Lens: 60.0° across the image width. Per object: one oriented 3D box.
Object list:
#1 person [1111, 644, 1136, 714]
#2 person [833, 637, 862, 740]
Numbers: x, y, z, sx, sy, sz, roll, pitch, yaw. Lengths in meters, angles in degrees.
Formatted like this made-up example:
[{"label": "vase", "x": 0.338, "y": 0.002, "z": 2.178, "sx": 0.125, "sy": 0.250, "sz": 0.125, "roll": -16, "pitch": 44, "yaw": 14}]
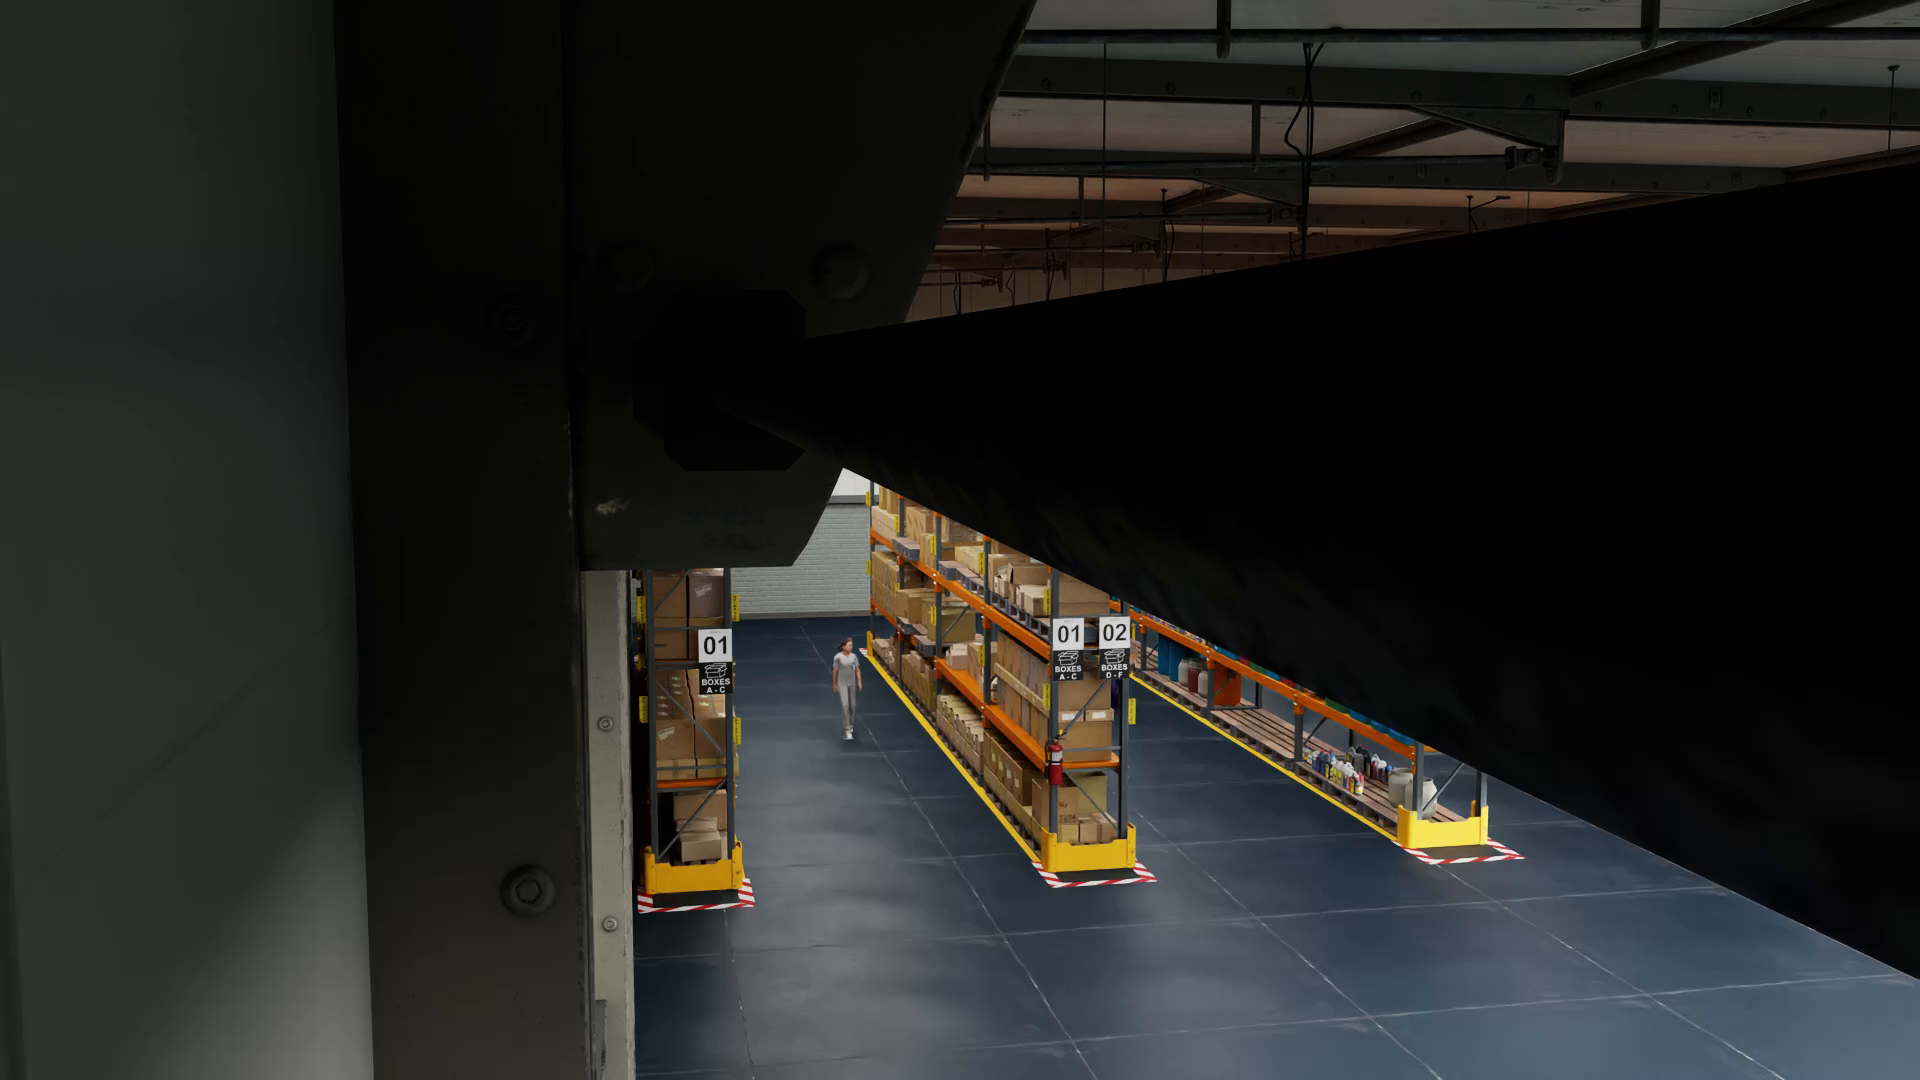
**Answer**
[{"label": "person", "x": 2.884, "y": 2.422, "z": 30.108, "sx": 0.624, "sy": 1.547, "sz": 0.715, "roll": 0, "pitch": 6, "yaw": -2}, {"label": "person", "x": -1.886, "y": 2.530, "z": 28.550, "sx": 0.463, "sy": 1.668, "sz": 0.724, "roll": -3, "pitch": 7, "yaw": -27}]
